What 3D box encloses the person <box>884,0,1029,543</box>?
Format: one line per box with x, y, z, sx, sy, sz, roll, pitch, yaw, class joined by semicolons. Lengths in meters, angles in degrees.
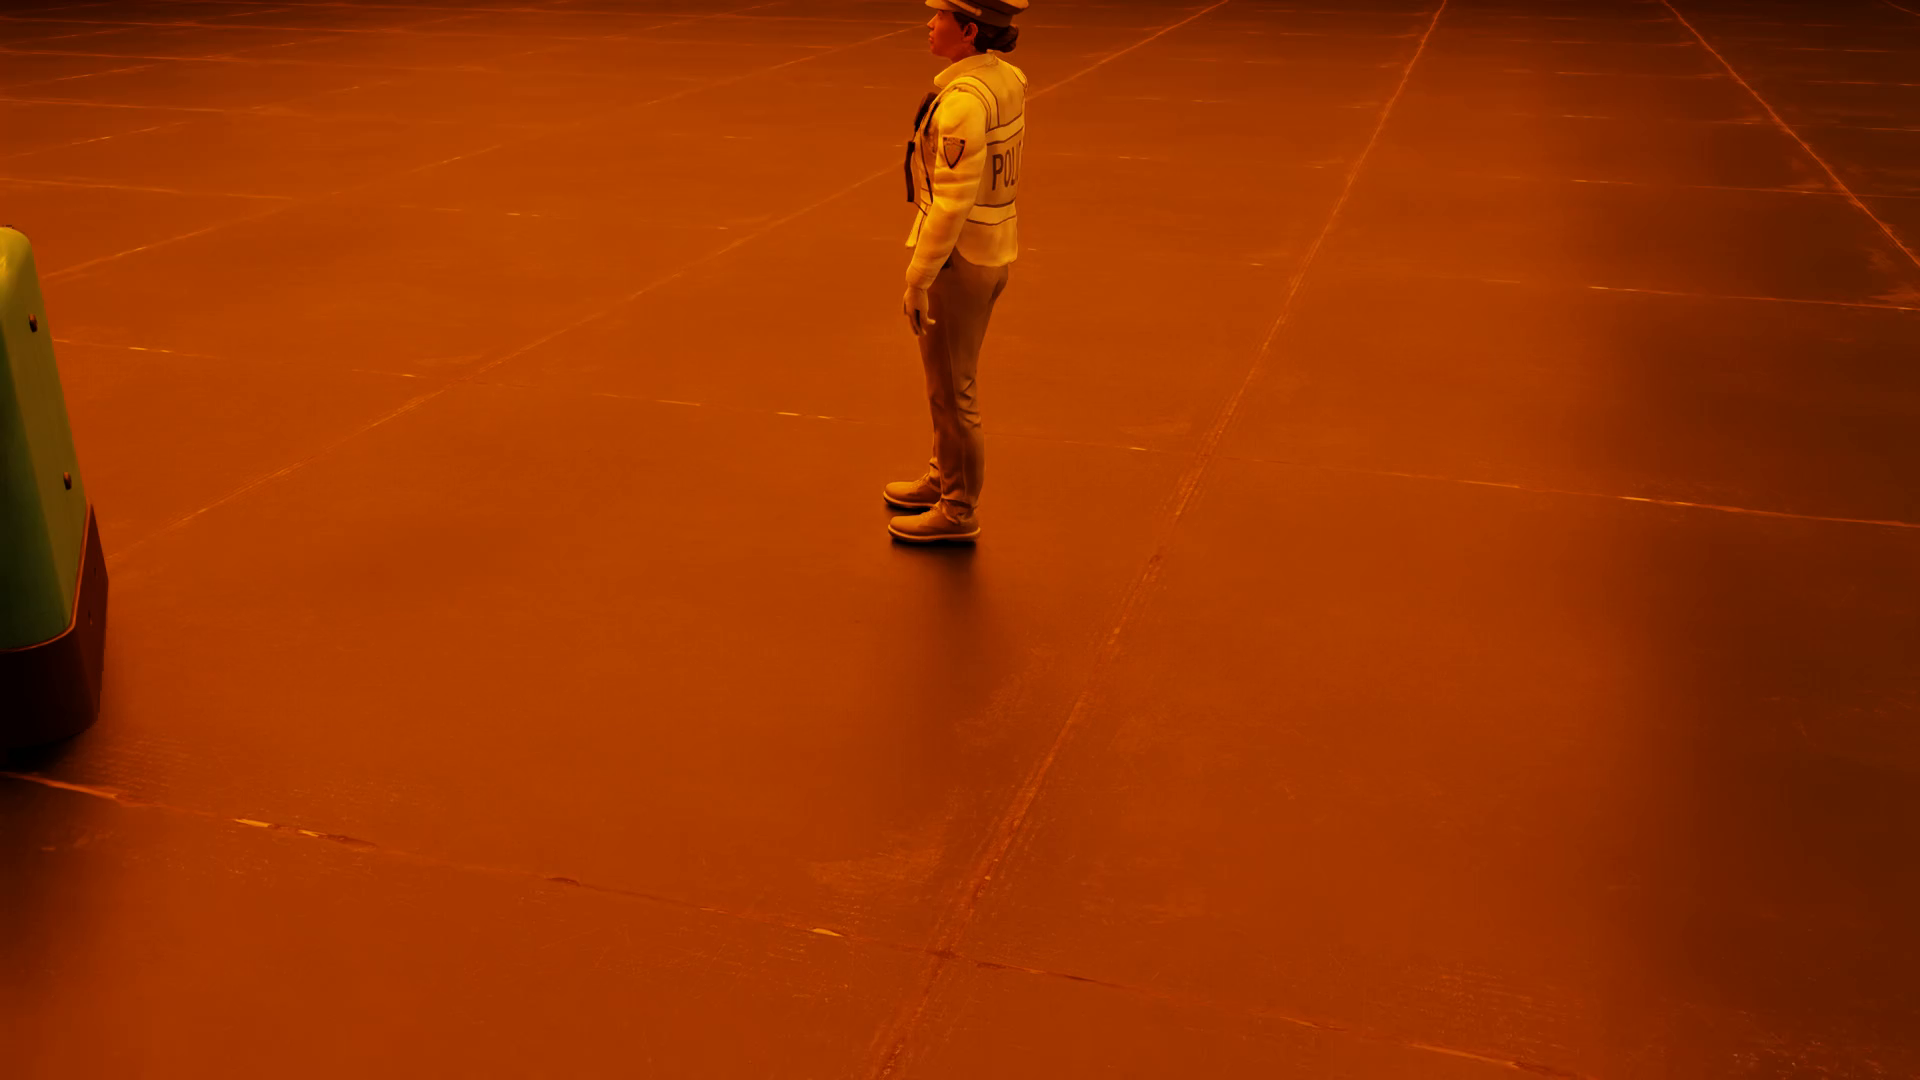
-0.063;-0.800;4.819;0.531;1.695;0.588;7;23;16;person

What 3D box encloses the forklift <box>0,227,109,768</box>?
-3.598;-0.791;3.195;3.031;2.935;1.130;-9;24;-22;forklift
